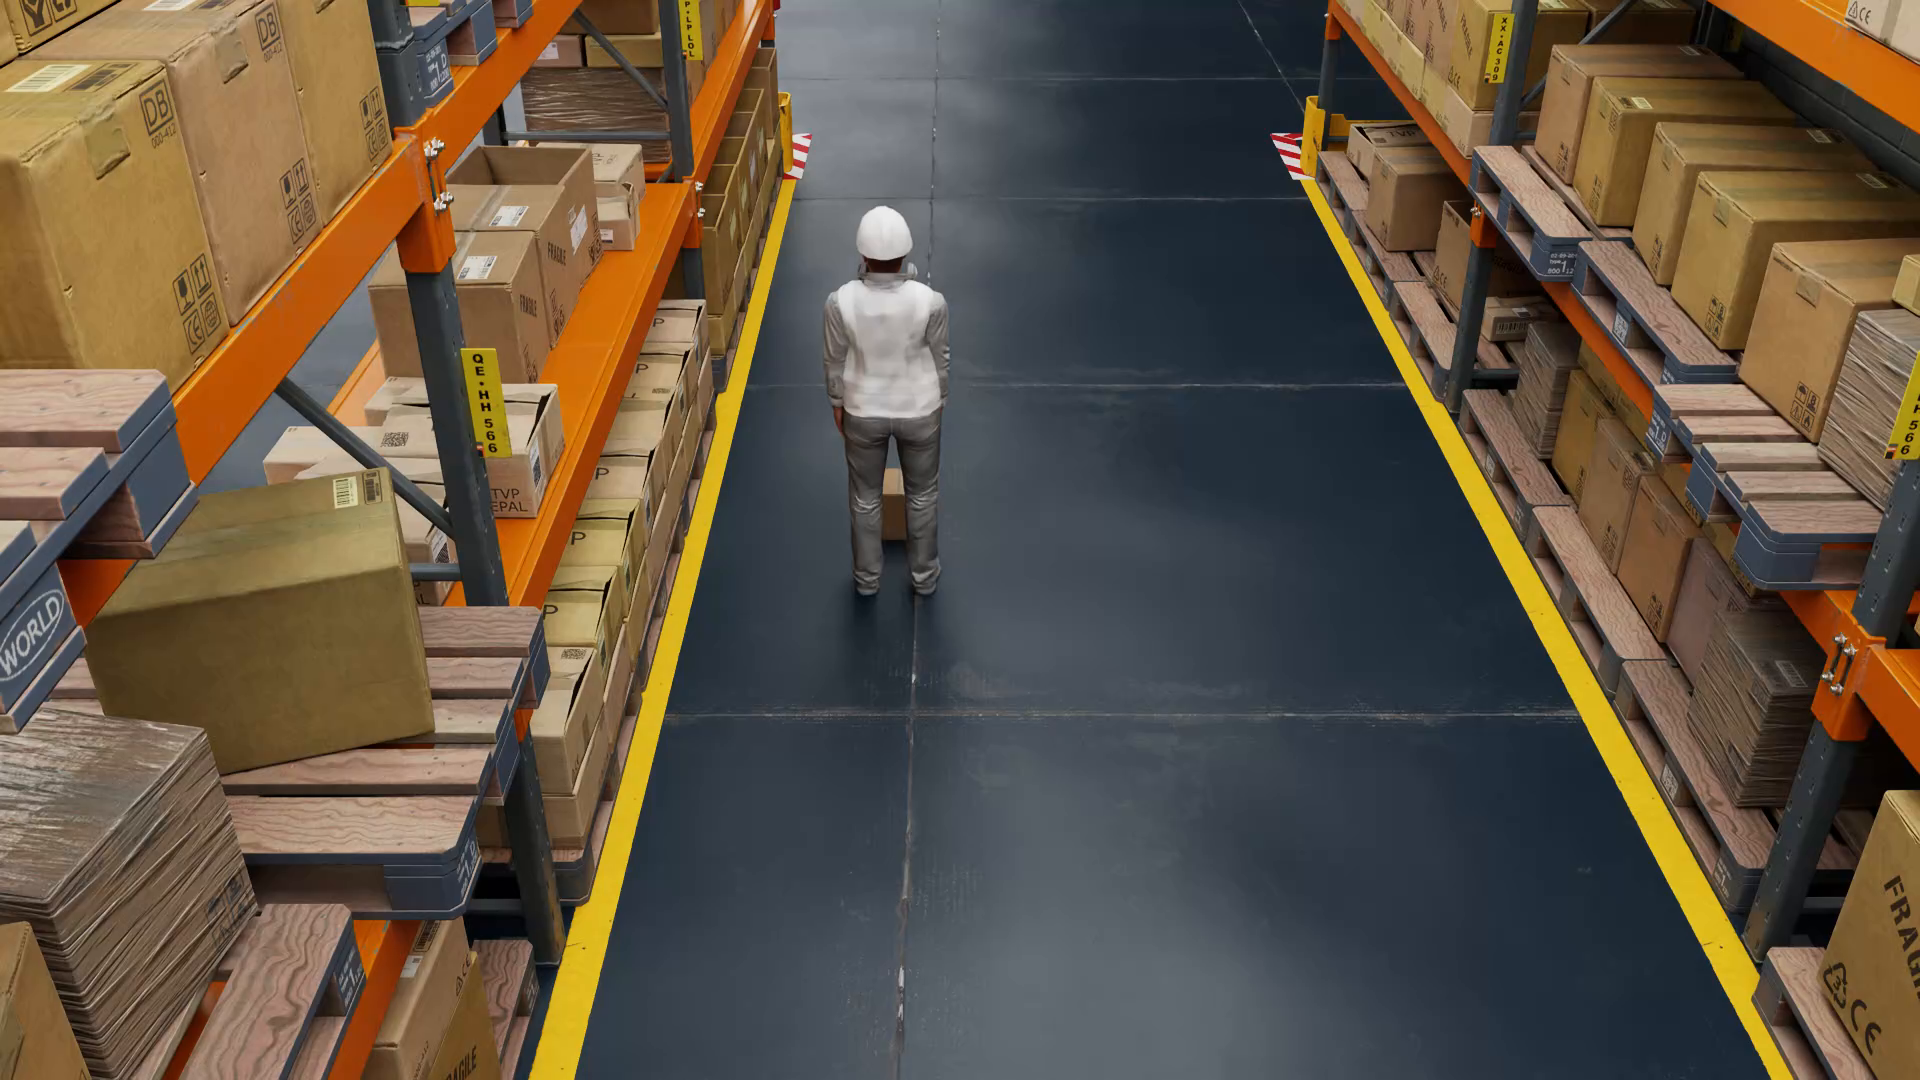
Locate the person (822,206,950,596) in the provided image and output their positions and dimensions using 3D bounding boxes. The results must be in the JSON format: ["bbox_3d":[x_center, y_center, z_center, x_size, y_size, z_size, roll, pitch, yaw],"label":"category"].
[{"bbox_3d":[-0.305,-0.568,7.051,0.532,1.775,0.356,1,31,1],"label":"person"}]
